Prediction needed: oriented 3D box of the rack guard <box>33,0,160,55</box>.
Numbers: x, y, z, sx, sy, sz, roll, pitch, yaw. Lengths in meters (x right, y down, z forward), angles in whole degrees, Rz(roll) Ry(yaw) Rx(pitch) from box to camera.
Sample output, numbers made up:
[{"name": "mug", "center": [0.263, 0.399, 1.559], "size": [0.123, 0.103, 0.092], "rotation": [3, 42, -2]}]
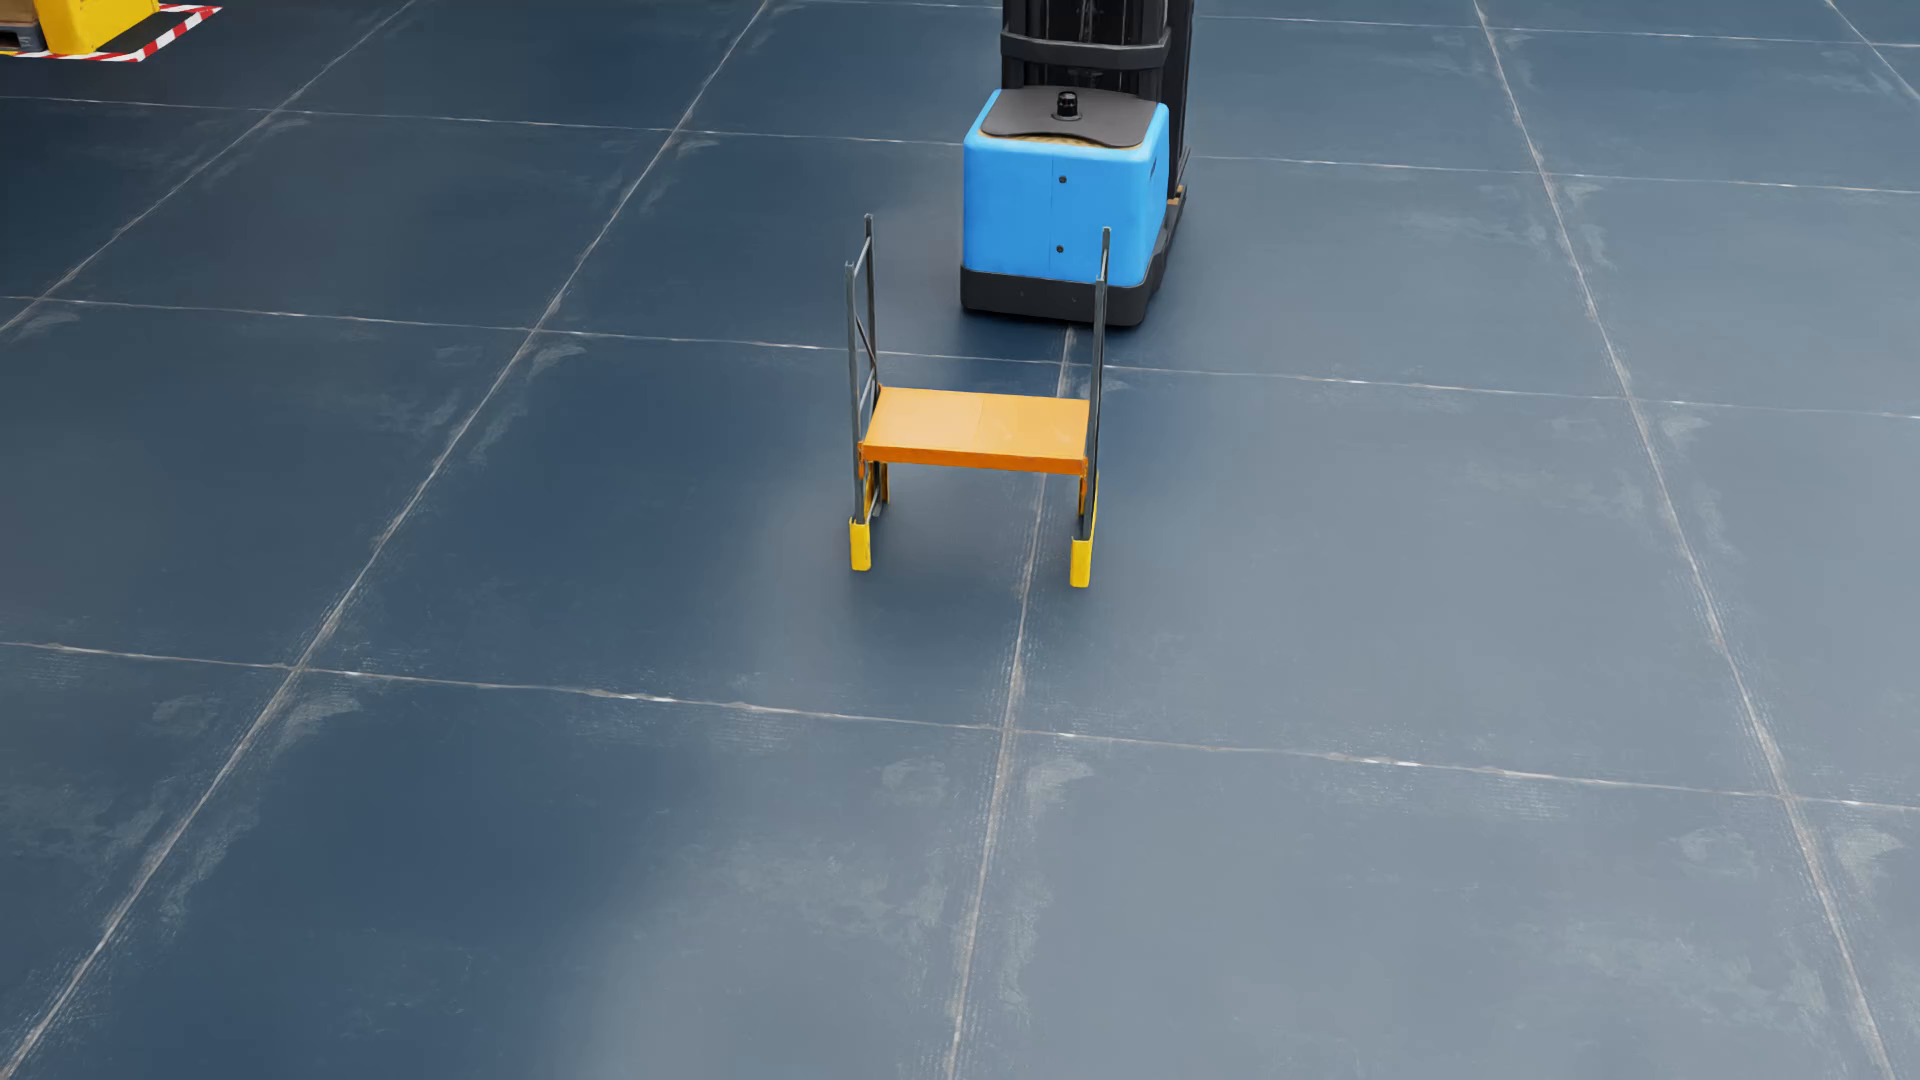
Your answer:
[{"name": "rack guard", "center": [-6.972, -4.368, 13.440], "size": [0.348, 0.500, 1.175], "rotation": [4, 36, 6]}]

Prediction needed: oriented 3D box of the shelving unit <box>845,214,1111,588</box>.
[{"name": "shelving unit", "center": [0.076, -0.605, 7.306], "size": [1.083, 1.500, 0.587], "rotation": [4, 36, 6]}]

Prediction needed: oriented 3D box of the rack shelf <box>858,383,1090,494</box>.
[{"name": "rack shelf", "center": [0.085, -0.458, 7.410], "size": [1.000, 0.185, 0.538], "rotation": [4, 36, 6]}]

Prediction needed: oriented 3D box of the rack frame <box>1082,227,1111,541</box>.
[{"name": "rack frame", "center": [0.589, -0.567, 7.253], "size": [0.032, 1.500, 0.500], "rotation": [4, 36, 6]}]

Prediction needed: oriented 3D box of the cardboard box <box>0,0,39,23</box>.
[{"name": "cardboard box", "center": [-7.677, -4.705, 13.228], "size": [0.875, 0.875, 0.875], "rotation": [4, 36, 6]}]

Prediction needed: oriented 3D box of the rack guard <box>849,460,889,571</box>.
[{"name": "rack guard", "center": [-0.418, -0.133, 7.721], "size": [0.087, 0.250, 0.587], "rotation": [4, 36, 6]}]

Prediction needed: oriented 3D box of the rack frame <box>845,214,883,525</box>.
[{"name": "rack frame", "center": [-0.420, -0.642, 7.358], "size": [0.032, 1.500, 0.500], "rotation": [4, 36, 6]}]

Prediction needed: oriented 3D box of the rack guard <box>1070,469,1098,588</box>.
[{"name": "rack guard", "center": [0.570, -0.059, 7.618], "size": [0.087, 0.250, 0.587], "rotation": [4, 36, 6]}]

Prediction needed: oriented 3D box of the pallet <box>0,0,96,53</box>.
[{"name": "pallet", "center": [-7.799, -4.266, 13.546], "size": [1.213, 0.211, 1.003], "rotation": [4, 36, 6]}]

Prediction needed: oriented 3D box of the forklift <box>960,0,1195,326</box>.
[{"name": "forklift", "center": [0.844, -3.244, 9.773], "size": [1.130, 2.935, 3.031], "rotation": [8, 36, 11]}]
